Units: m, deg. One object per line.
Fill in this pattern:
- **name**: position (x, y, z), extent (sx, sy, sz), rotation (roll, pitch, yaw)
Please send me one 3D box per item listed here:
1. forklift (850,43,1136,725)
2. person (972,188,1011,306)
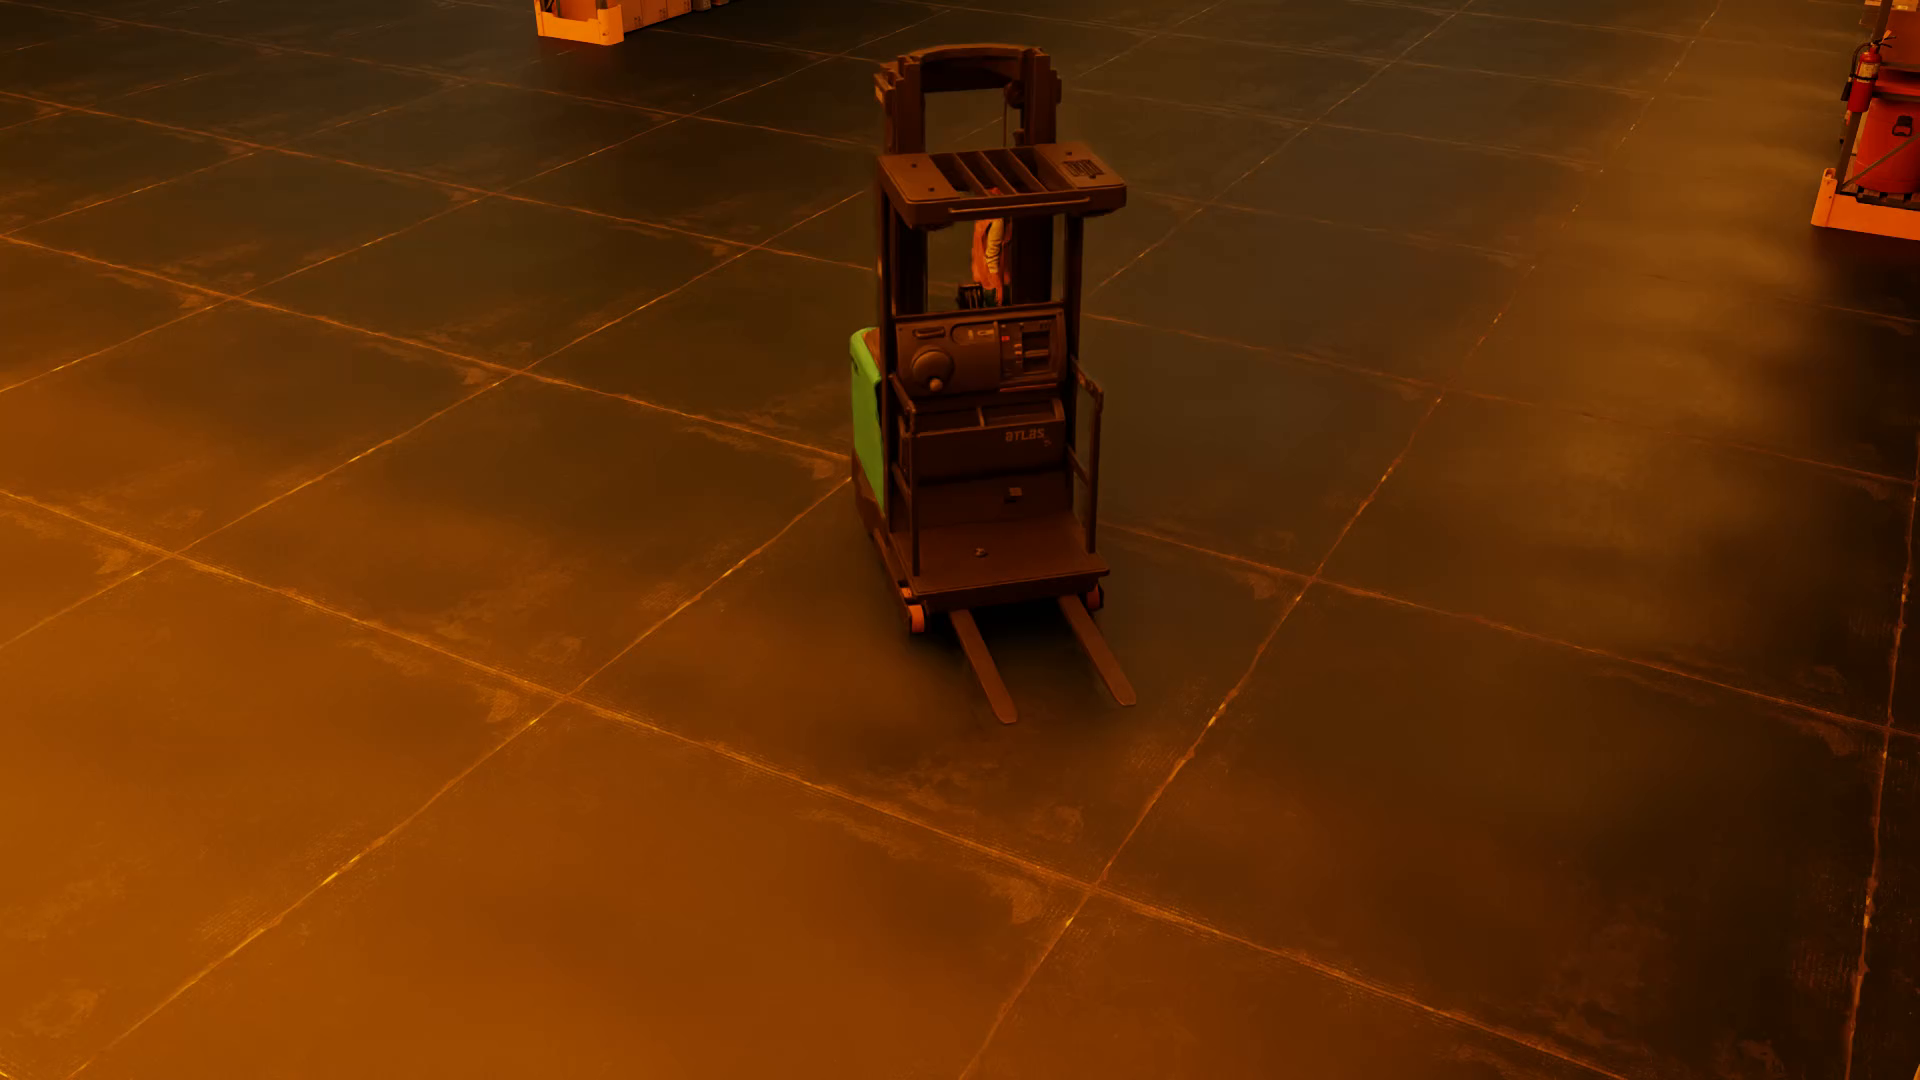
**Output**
- **forklift**: position (0.173, -0.963, 8.740), extent (1.130, 2.935, 3.031), rotation (-7, 31, -12)
- **person**: position (0.249, -1.793, 11.536), extent (0.329, 1.580, 0.510), rotation (0, 30, 0)
